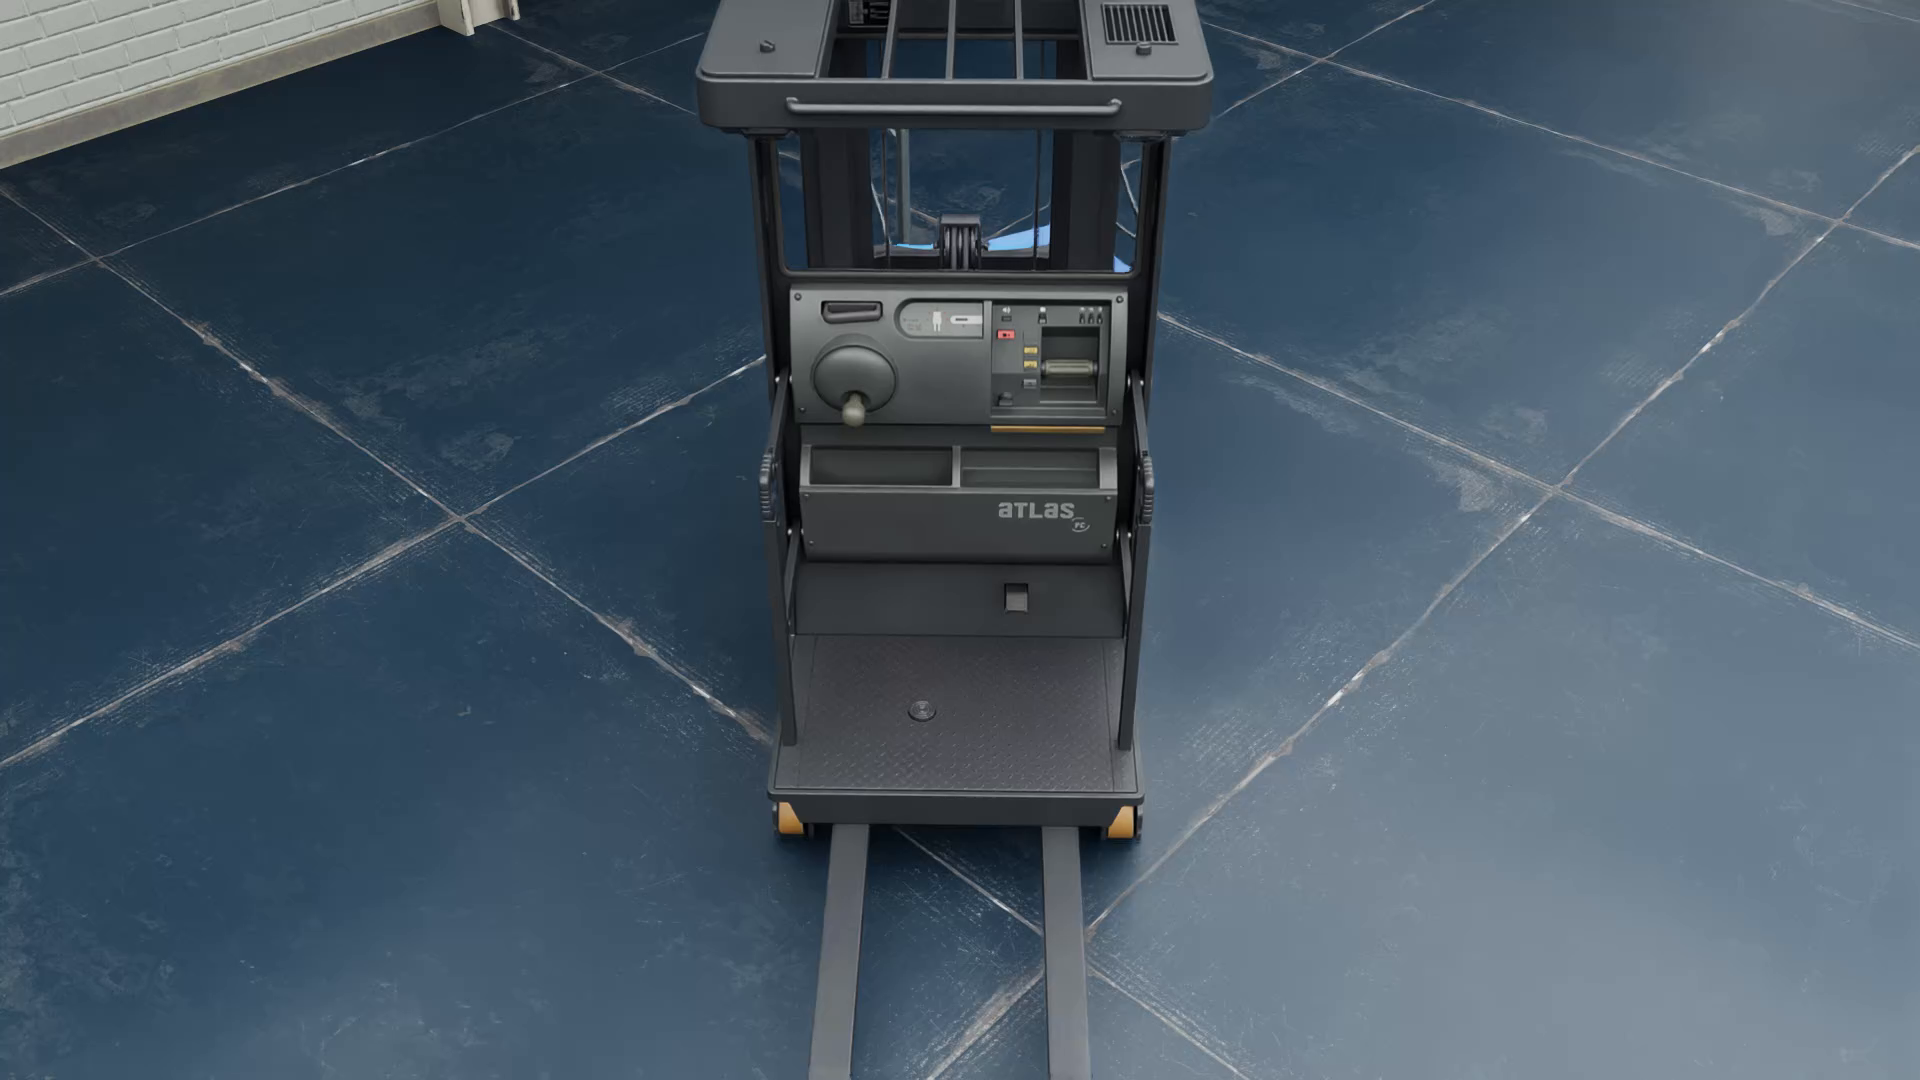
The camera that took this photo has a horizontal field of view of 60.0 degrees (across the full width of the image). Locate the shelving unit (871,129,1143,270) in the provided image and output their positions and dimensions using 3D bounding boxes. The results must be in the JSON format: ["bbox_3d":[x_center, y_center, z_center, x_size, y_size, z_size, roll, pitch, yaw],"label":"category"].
[{"bbox_3d":[0.152,-1.134,6.471,1.048,1.500,0.538,-18,42,-21],"label":"shelving unit"}]

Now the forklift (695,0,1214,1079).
[{"bbox_3d":[-0.005,-0.433,4.440,1.130,2.935,3.031,1,38,1],"label":"forklift"}]

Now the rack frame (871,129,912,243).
[{"bbox_3d":[-0.300,-0.990,6.290,0.032,1.500,0.500,-18,42,-21],"label":"rack frame"}]

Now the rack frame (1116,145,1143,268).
[{"bbox_3d":[0.605,-1.278,6.652,0.032,1.500,0.500,-18,42,-21],"label":"rack frame"}]

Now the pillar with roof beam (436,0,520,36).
[{"bbox_3d":[0.204,-4.931,5.221,9.100,9.000,0.400,30,47,32],"label":"pillar with roof beam"}]

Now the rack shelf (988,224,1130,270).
[{"bbox_3d":[0.152,-0.993,6.583,1.000,0.185,0.538,-18,42,-21],"label":"rack shelf"}]
